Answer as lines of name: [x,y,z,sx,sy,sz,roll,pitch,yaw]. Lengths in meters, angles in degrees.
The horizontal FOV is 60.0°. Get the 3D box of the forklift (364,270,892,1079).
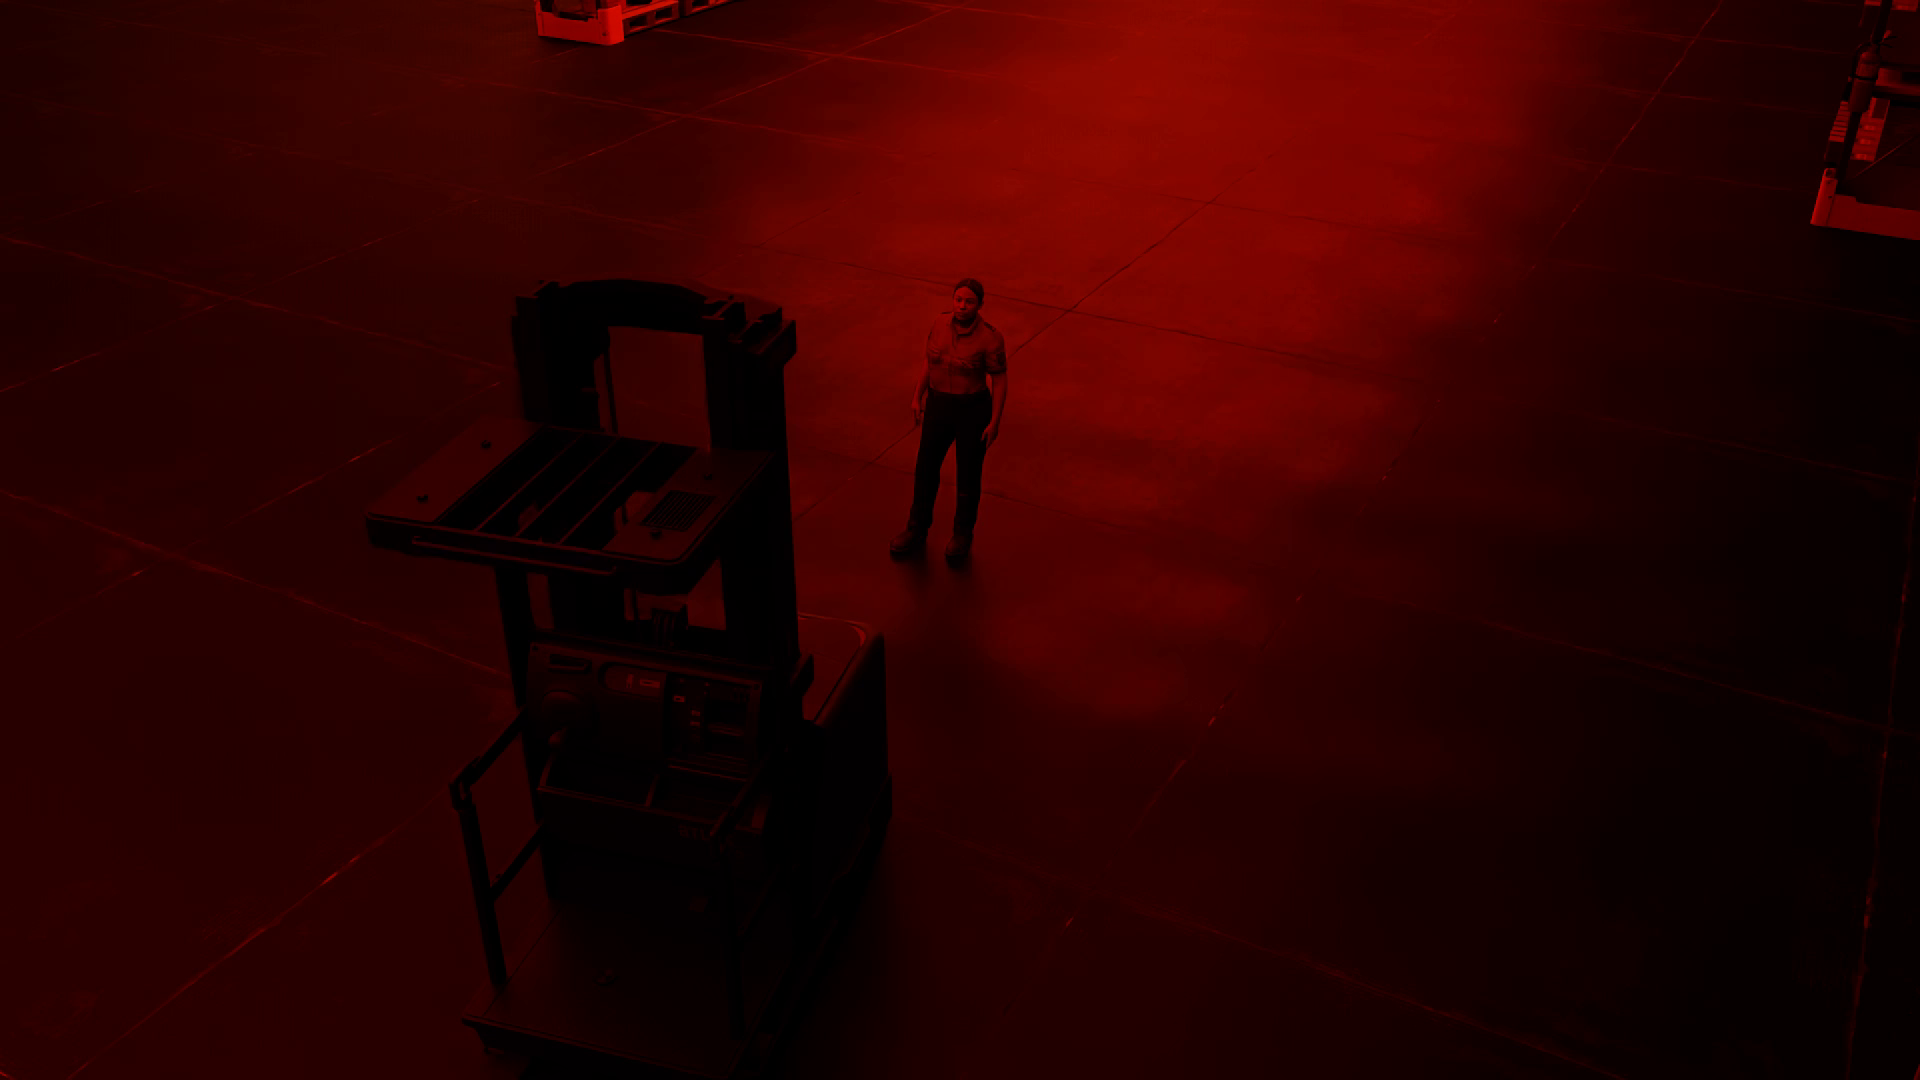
forklift: [-1.216,0.668,5.913,1.130,2.935,3.031,8,31,14]

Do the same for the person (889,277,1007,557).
person: [-0.064,-0.686,9.529,0.598,1.651,0.502,15,33,25]
